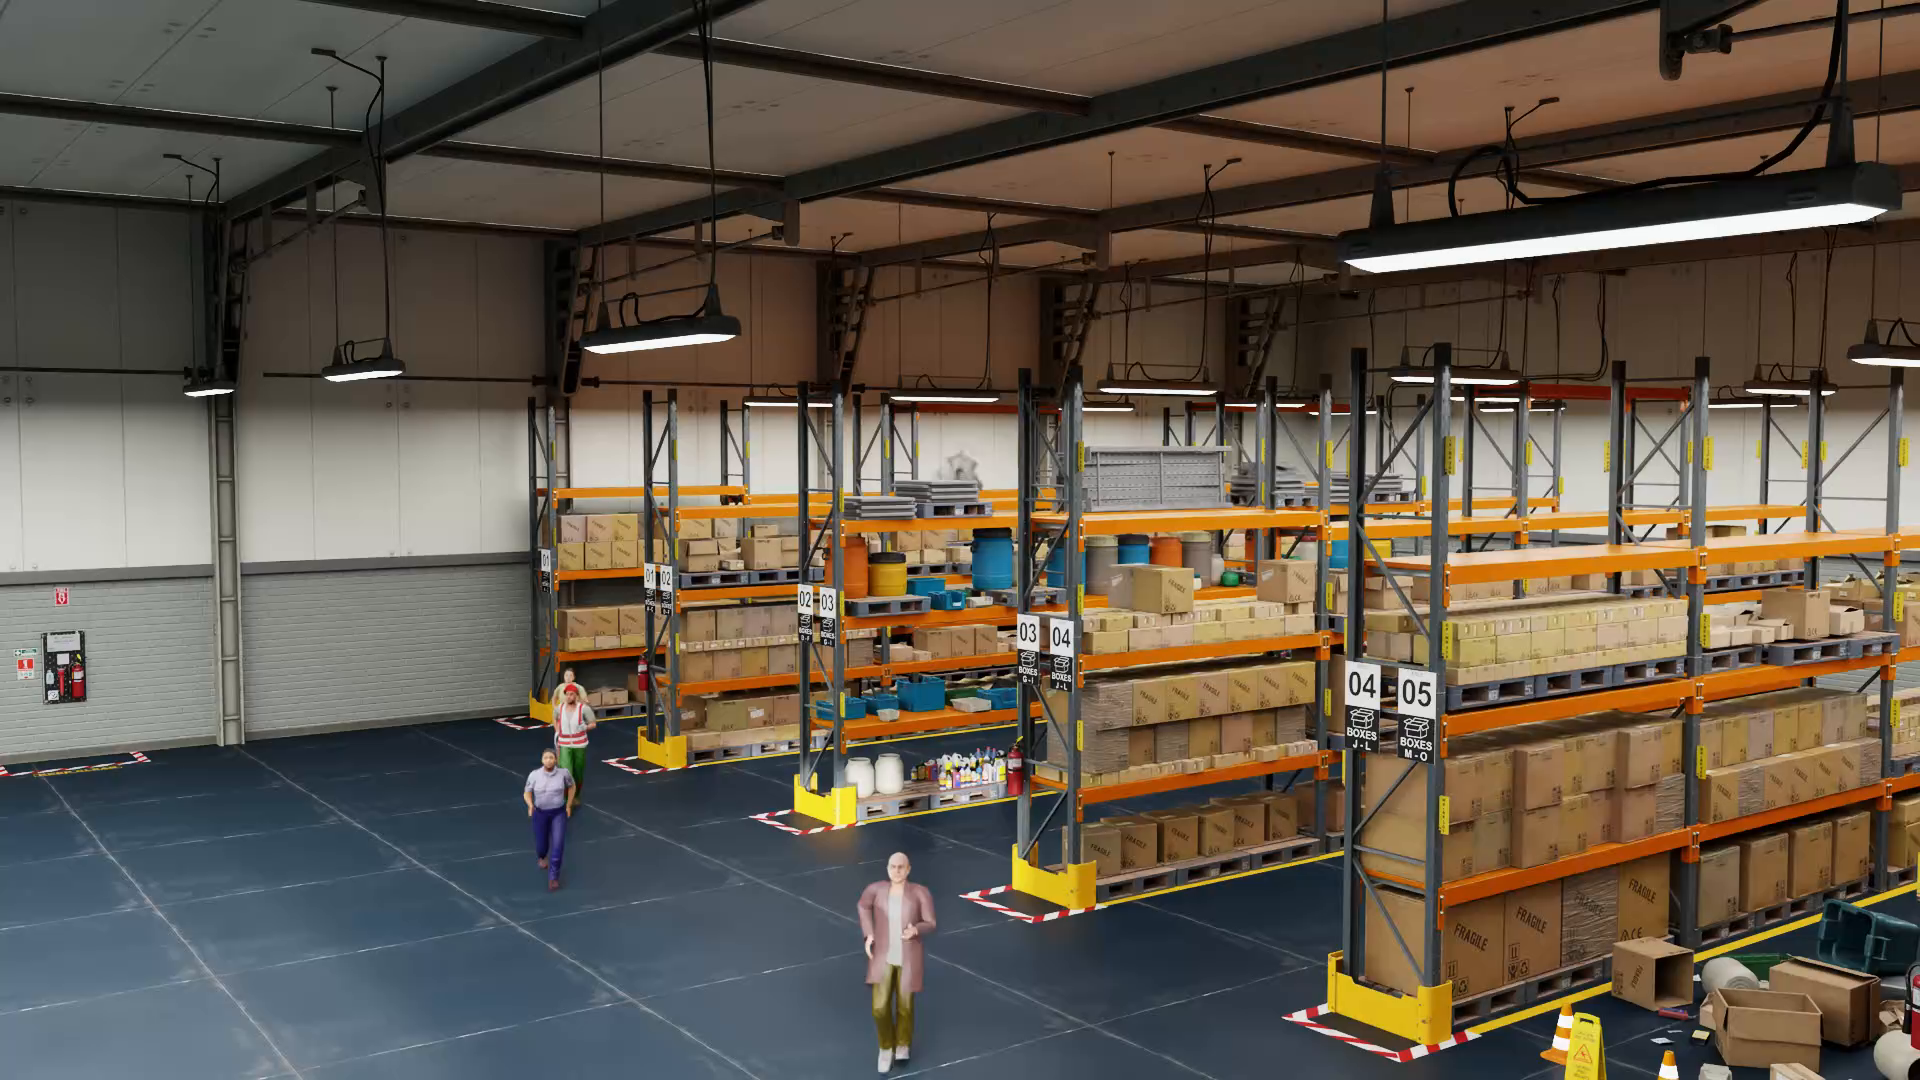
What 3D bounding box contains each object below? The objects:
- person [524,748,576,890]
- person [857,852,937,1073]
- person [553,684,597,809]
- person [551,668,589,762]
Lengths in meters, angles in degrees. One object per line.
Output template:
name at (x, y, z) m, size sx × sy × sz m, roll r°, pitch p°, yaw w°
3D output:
person at (-4.788, 3.223, 19.445) m, size 0.597 × 1.603 × 0.754 m, roll -1°, pitch 3°, yaw -14°
person at (-0.532, 3.480, 13.662) m, size 0.685 × 1.808 × 0.737 m, roll 0°, pitch 3°, yaw 3°
person at (-5.366, 2.917, 23.145) m, size 0.616 × 1.852 × 0.783 m, roll -1°, pitch 3°, yaw -9°
person at (-6.138, 2.813, 26.188) m, size 0.609 × 1.635 × 0.747 m, roll 0°, pitch 3°, yaw 3°
